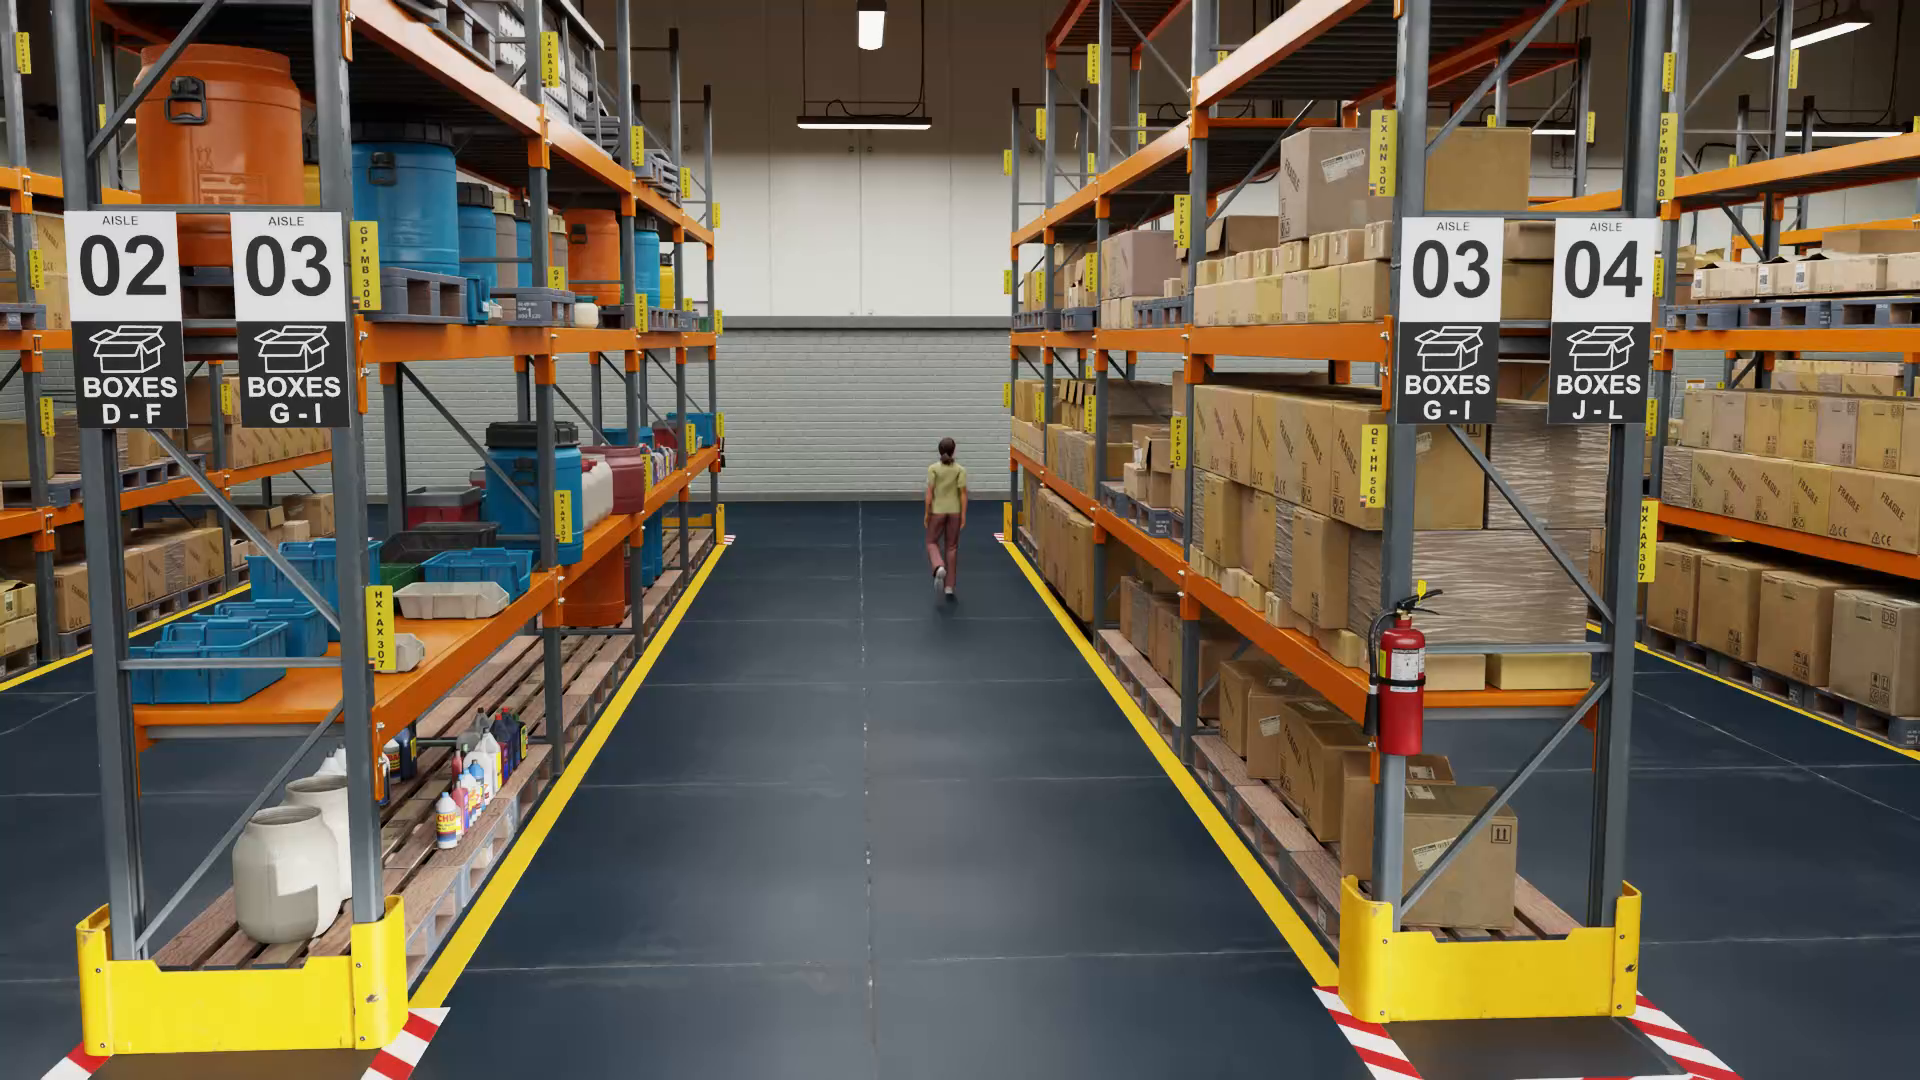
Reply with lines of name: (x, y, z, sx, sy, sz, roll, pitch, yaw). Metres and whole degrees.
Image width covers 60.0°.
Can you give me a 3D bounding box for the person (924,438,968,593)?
person: (-0.150, -0.253, 17.633, 0.466, 1.663, 0.504, 0, 7, -4)
